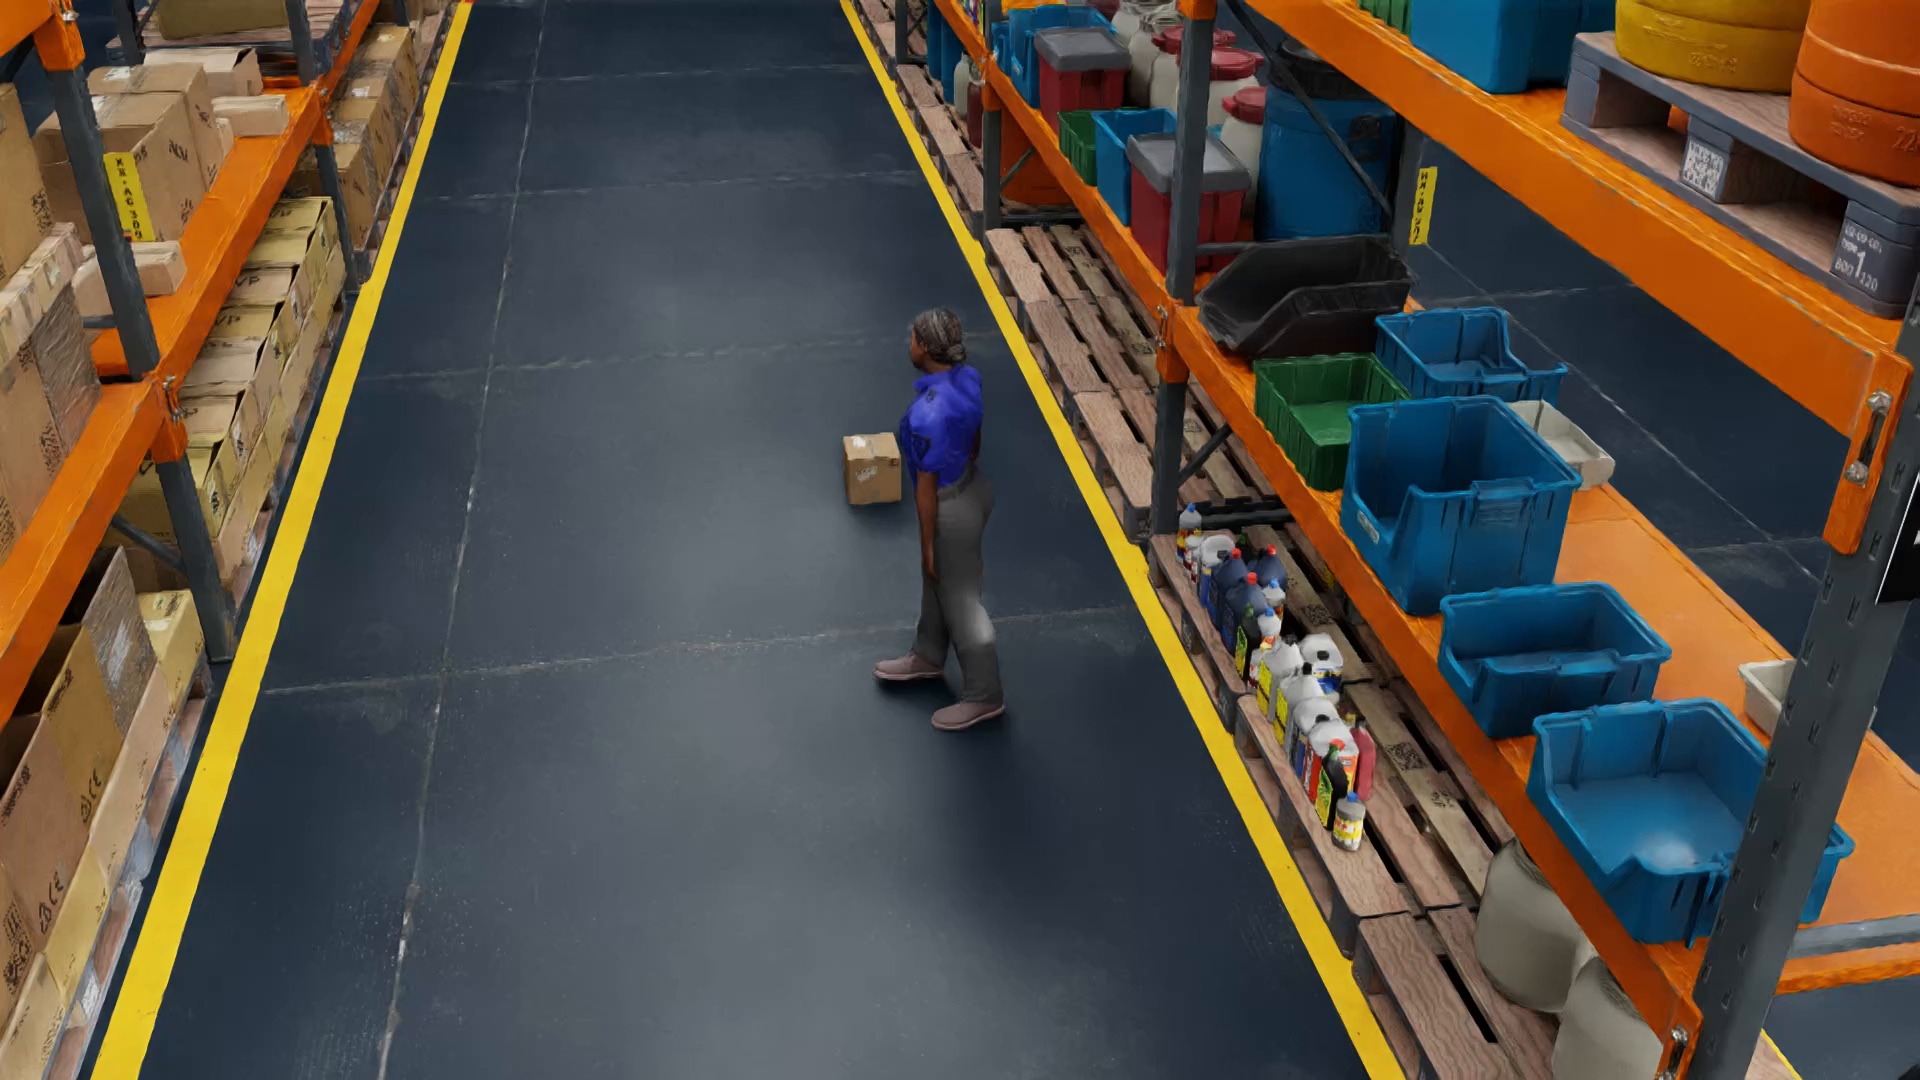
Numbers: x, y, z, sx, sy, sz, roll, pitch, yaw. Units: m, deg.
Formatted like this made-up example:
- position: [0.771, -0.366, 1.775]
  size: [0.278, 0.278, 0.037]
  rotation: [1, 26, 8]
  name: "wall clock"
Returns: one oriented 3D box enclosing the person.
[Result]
- position: [-0.073, -0.110, 6.308]
  size: [0.566, 1.654, 0.565]
  rotation: [9, 32, 14]
  name: "person"
